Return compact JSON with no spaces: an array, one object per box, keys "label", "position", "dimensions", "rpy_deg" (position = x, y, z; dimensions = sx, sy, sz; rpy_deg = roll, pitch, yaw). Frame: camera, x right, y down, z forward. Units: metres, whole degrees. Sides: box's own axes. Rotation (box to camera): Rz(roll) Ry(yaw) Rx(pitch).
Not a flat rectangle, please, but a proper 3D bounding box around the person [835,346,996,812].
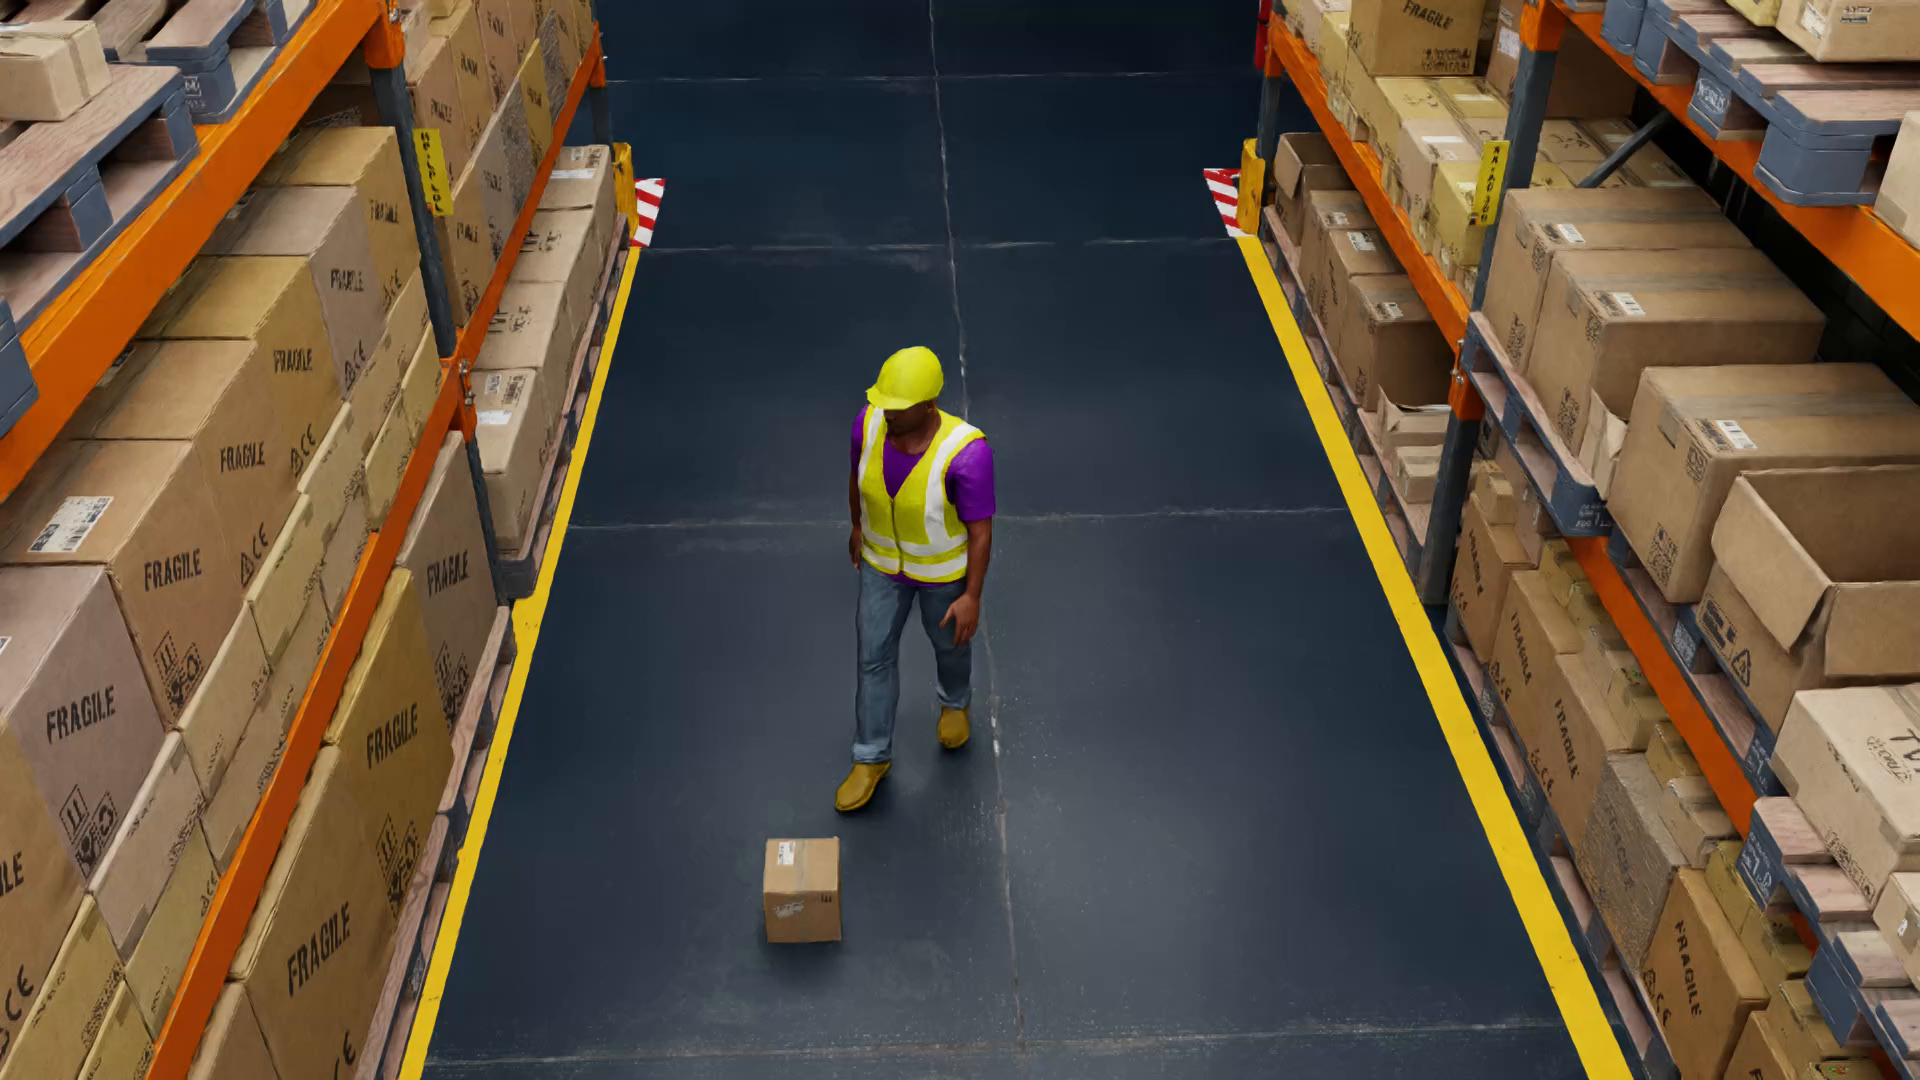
[{"label":"person","position":[-0.192,0.121,5.920],"dimensions":[0.623,1.746,0.765],"rpy_deg":[12,37,16]}]
